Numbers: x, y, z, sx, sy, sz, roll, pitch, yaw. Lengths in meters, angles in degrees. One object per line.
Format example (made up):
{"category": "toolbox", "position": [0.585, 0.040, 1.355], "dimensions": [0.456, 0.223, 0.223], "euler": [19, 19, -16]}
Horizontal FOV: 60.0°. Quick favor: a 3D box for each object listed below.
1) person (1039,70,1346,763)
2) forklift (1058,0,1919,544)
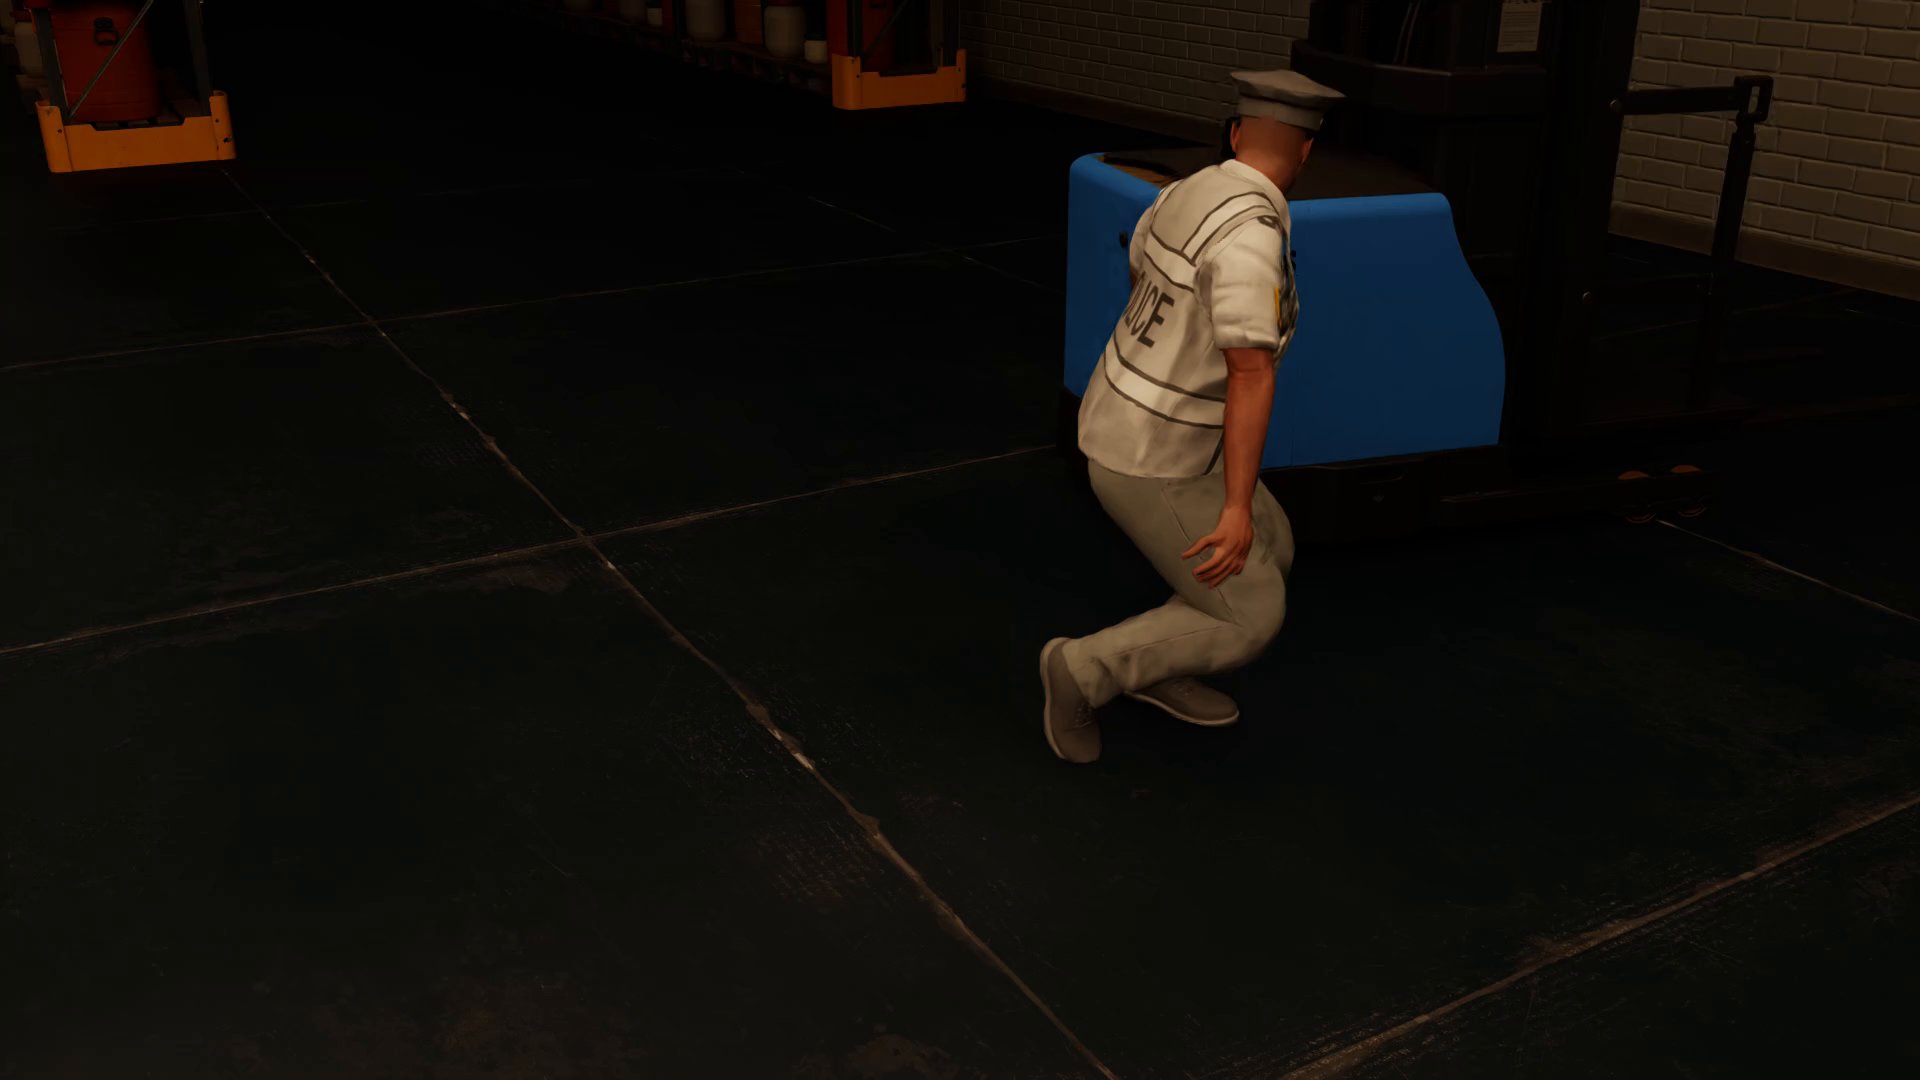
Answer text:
{"category": "person", "position": [0.492, -0.217, 3.686], "dimensions": [0.610, 1.578, 0.921], "euler": [2, 22, 4]}
{"category": "forklift", "position": [1.910, -1.592, 5.154], "dimensions": [3.031, 2.935, 1.130], "euler": [-7, 23, -16]}
